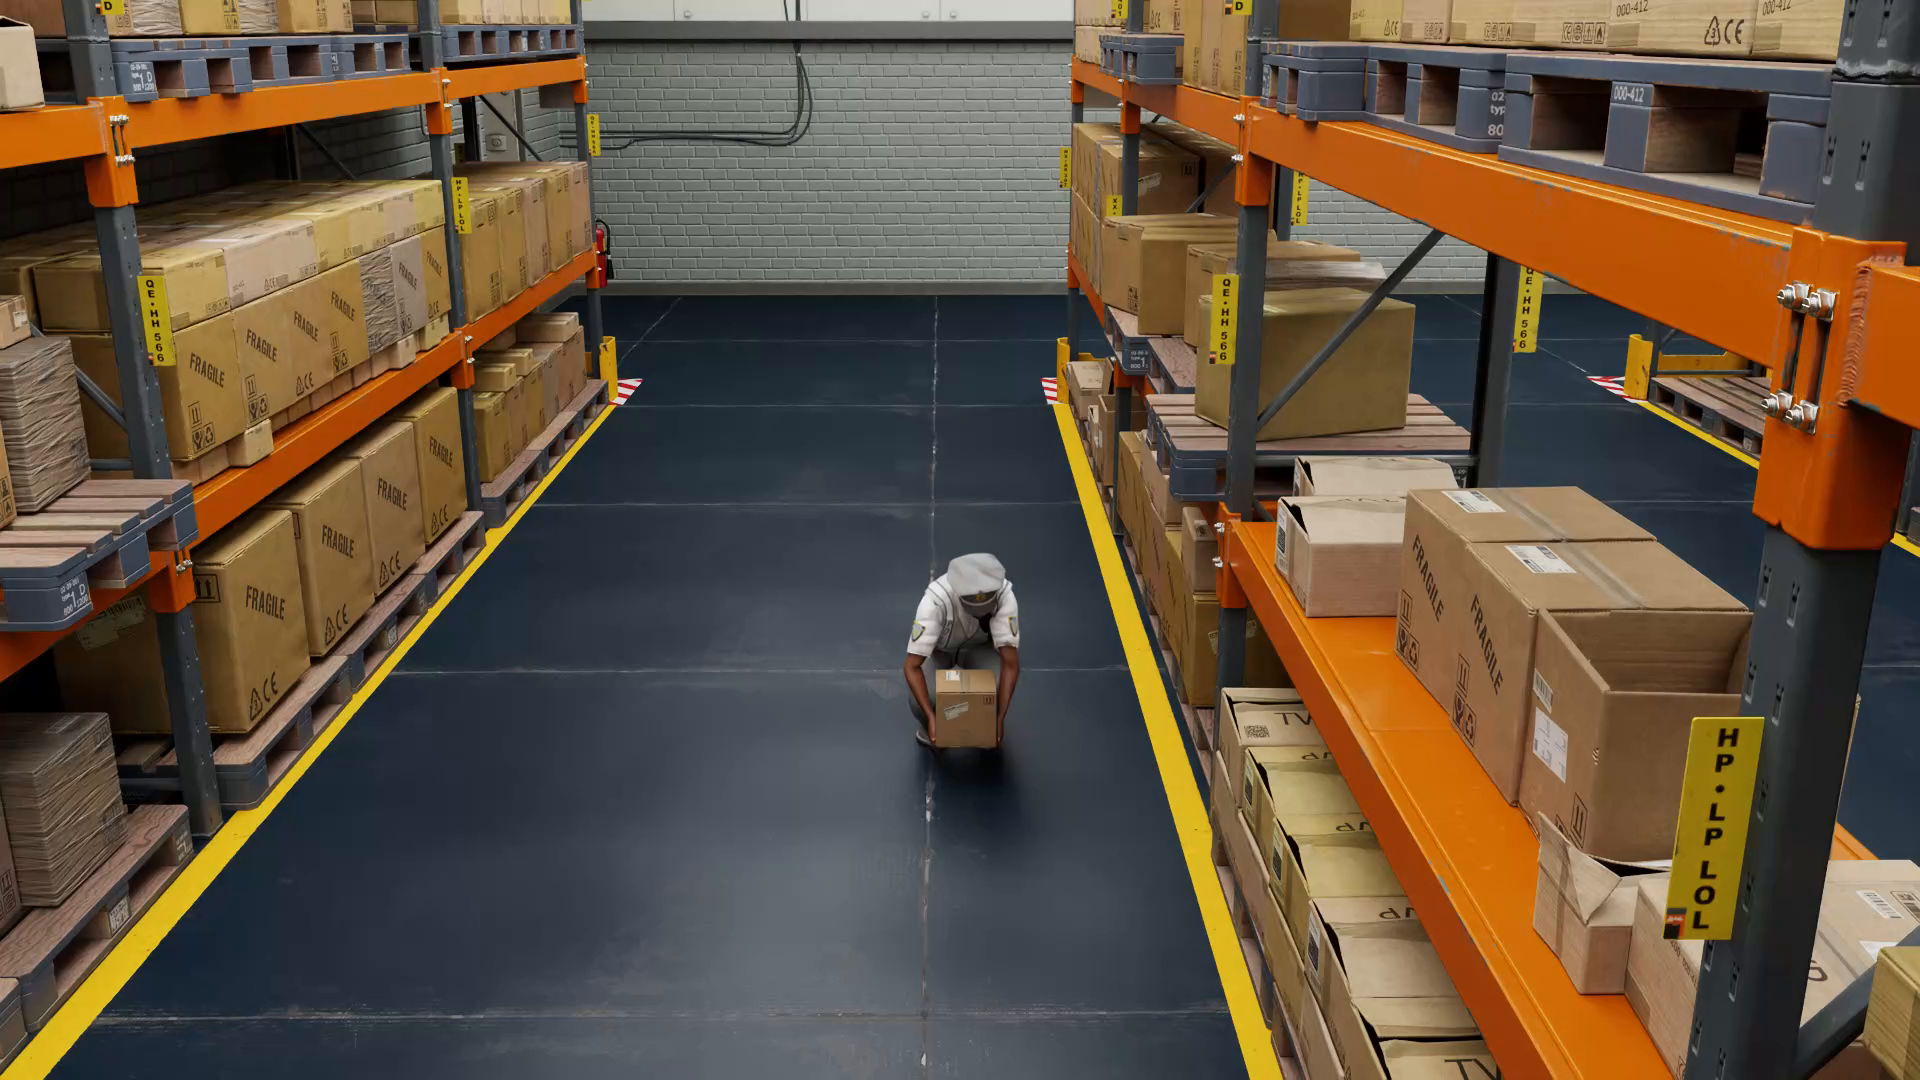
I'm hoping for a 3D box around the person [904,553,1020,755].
[{"bbox_3d":[0.002,0.470,7.254,0.499,0.957,0.833,-1,17,-2],"label":"person"}]
